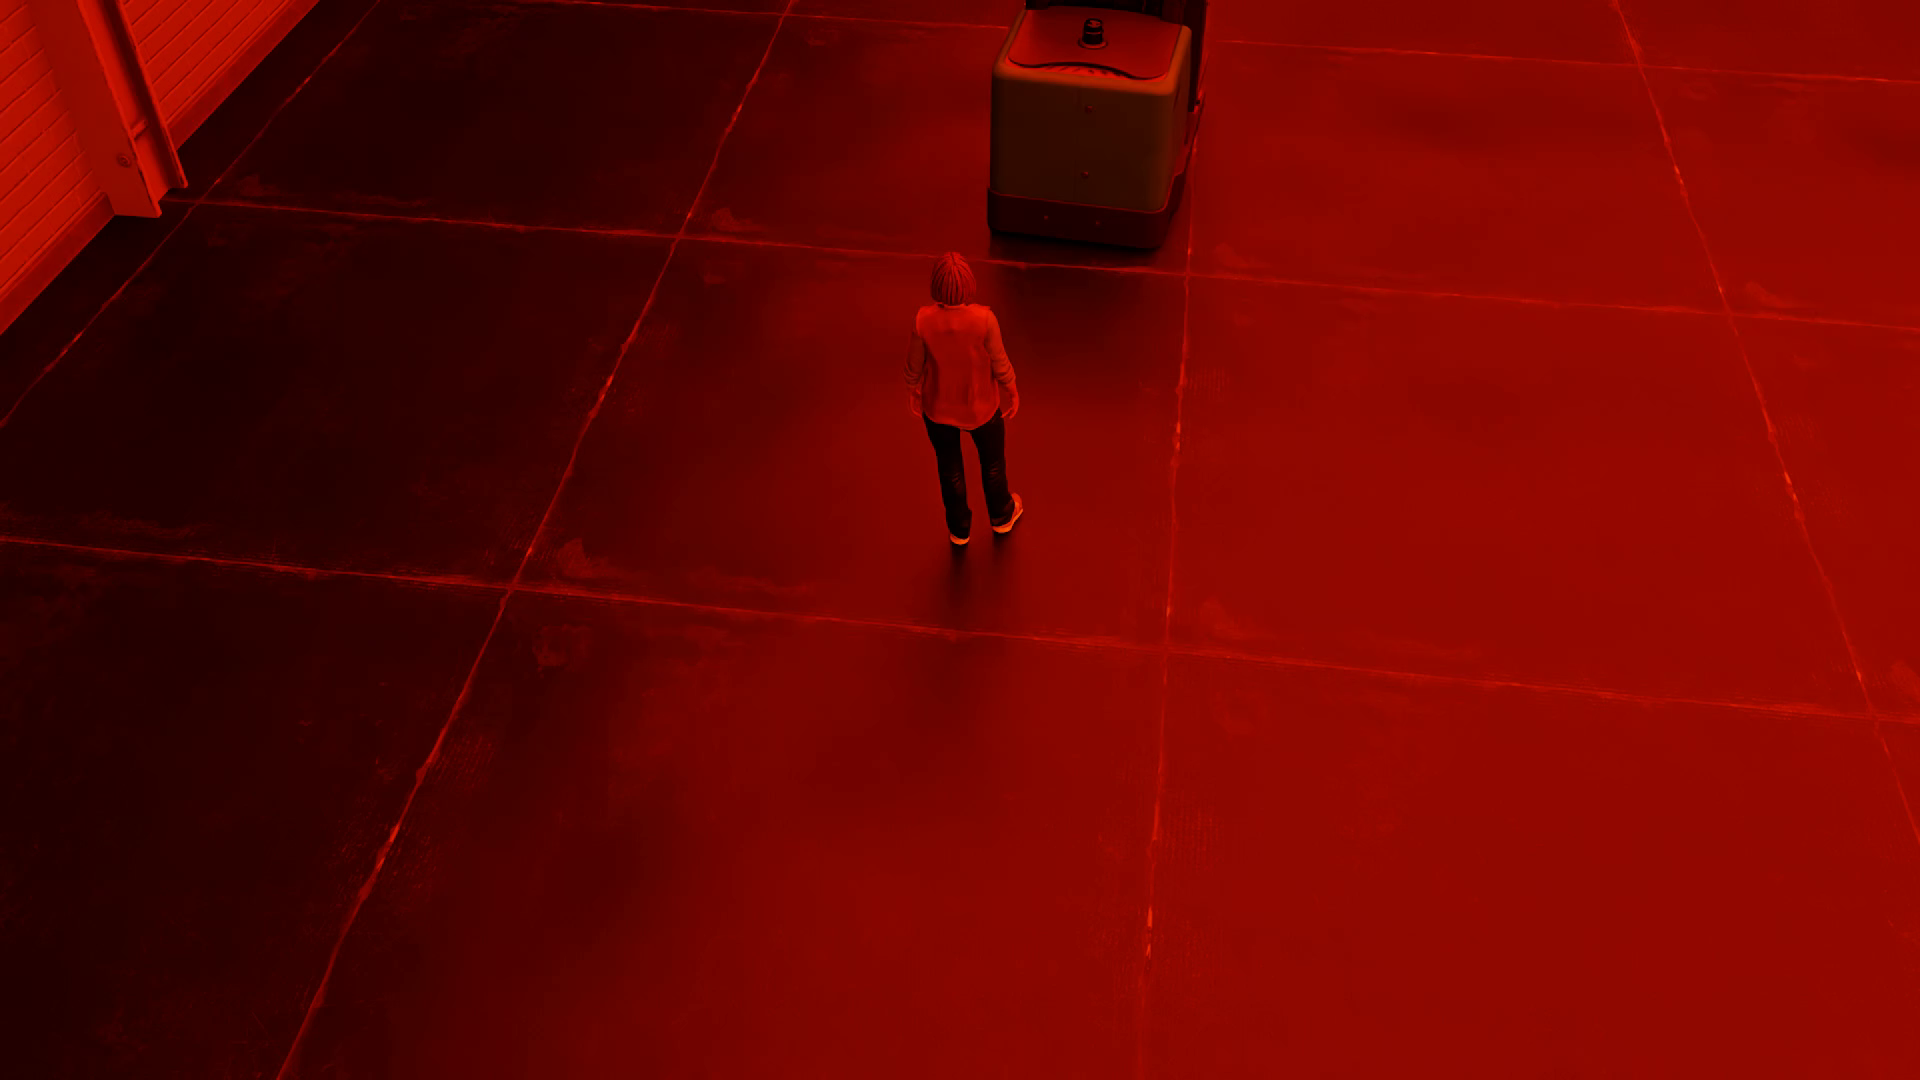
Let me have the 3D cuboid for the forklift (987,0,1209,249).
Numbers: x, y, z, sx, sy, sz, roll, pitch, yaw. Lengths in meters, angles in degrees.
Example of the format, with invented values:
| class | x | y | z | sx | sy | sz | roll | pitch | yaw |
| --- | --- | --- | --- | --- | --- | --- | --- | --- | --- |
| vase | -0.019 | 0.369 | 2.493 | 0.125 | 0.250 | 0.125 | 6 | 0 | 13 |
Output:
| class | x | y | z | sx | sy | sz | roll | pitch | yaw |
| --- | --- | --- | --- | --- | --- | --- | --- | --- | --- |
| forklift | 0.991 | -3.775 | 9.833 | 1.130 | 2.935 | 3.031 | 9 | 43 | 10 |

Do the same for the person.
| class | x | y | z | sx | sy | sz | roll | pitch | yaw |
| --- | --- | --- | --- | --- | --- | --- | --- | --- | --- |
| person | 0.024 | -0.642 | 7.398 | 0.520 | 1.597 | 0.476 | 5 | 43 | 6 |
